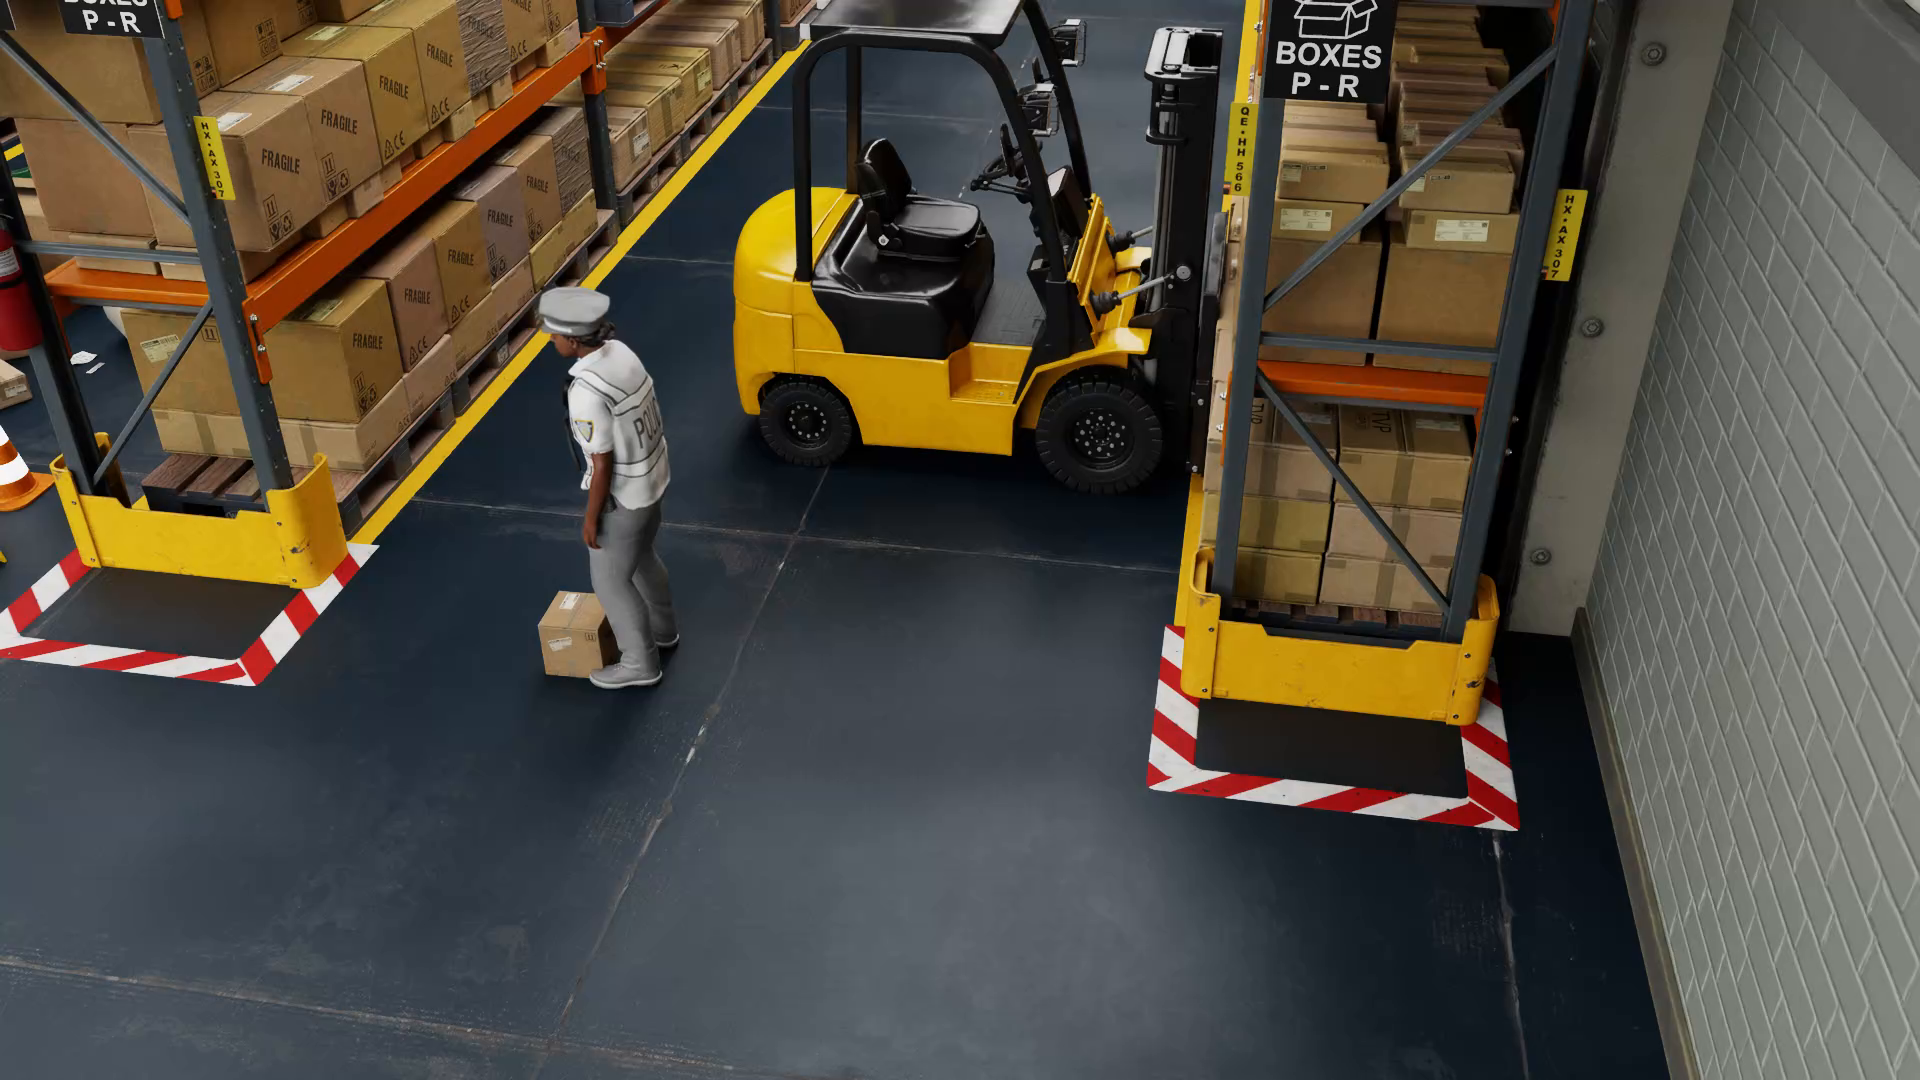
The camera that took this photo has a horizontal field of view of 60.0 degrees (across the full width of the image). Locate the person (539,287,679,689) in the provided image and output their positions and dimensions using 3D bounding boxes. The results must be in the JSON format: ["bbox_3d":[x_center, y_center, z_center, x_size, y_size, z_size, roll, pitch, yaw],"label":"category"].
[{"bbox_3d":[-1.324,-0.188,6.433,0.395,1.659,0.508,5,33,8],"label":"person"}]
